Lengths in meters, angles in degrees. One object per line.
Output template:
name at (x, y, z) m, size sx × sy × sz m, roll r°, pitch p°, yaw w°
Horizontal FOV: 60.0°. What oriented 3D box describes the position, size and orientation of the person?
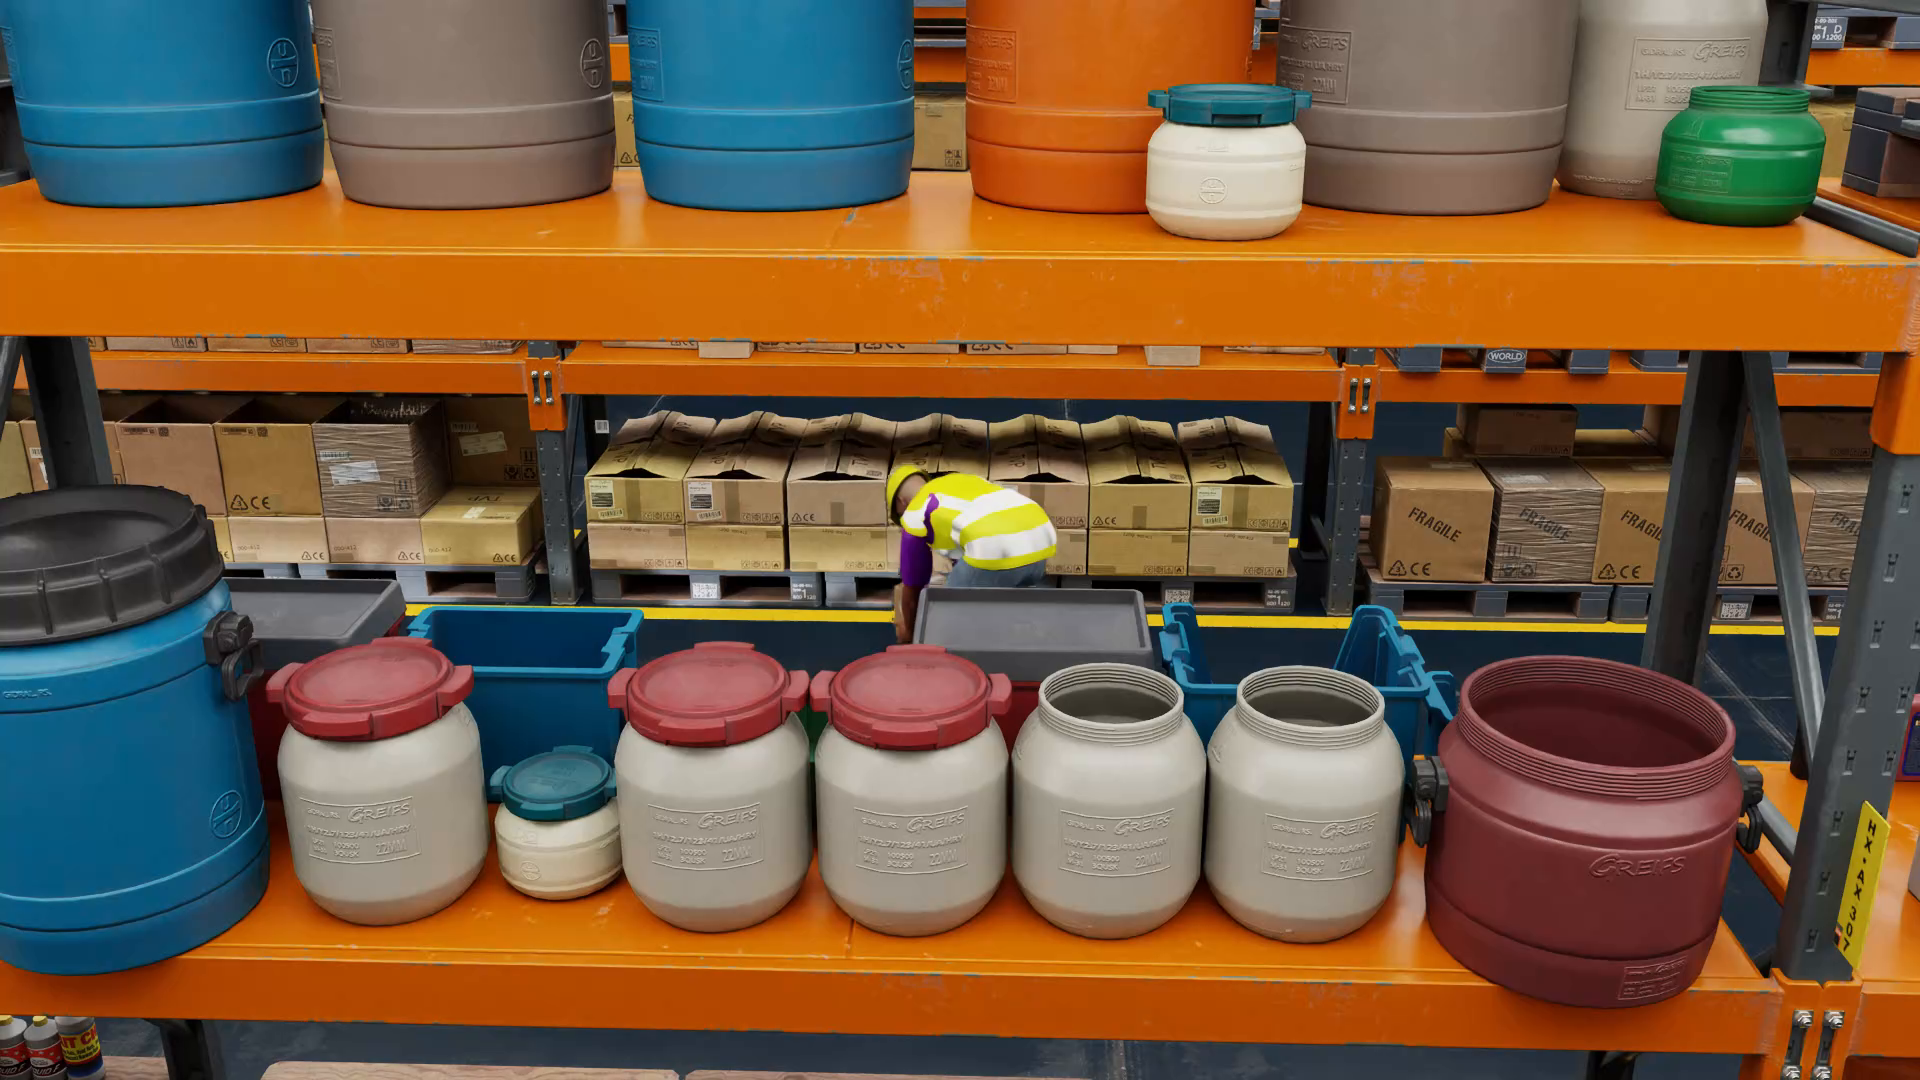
person at (0.126, -0.025, 7.102) m, size 0.555 × 1.771 × 0.544 m, roll -17°, pitch 26°, yaw -37°
